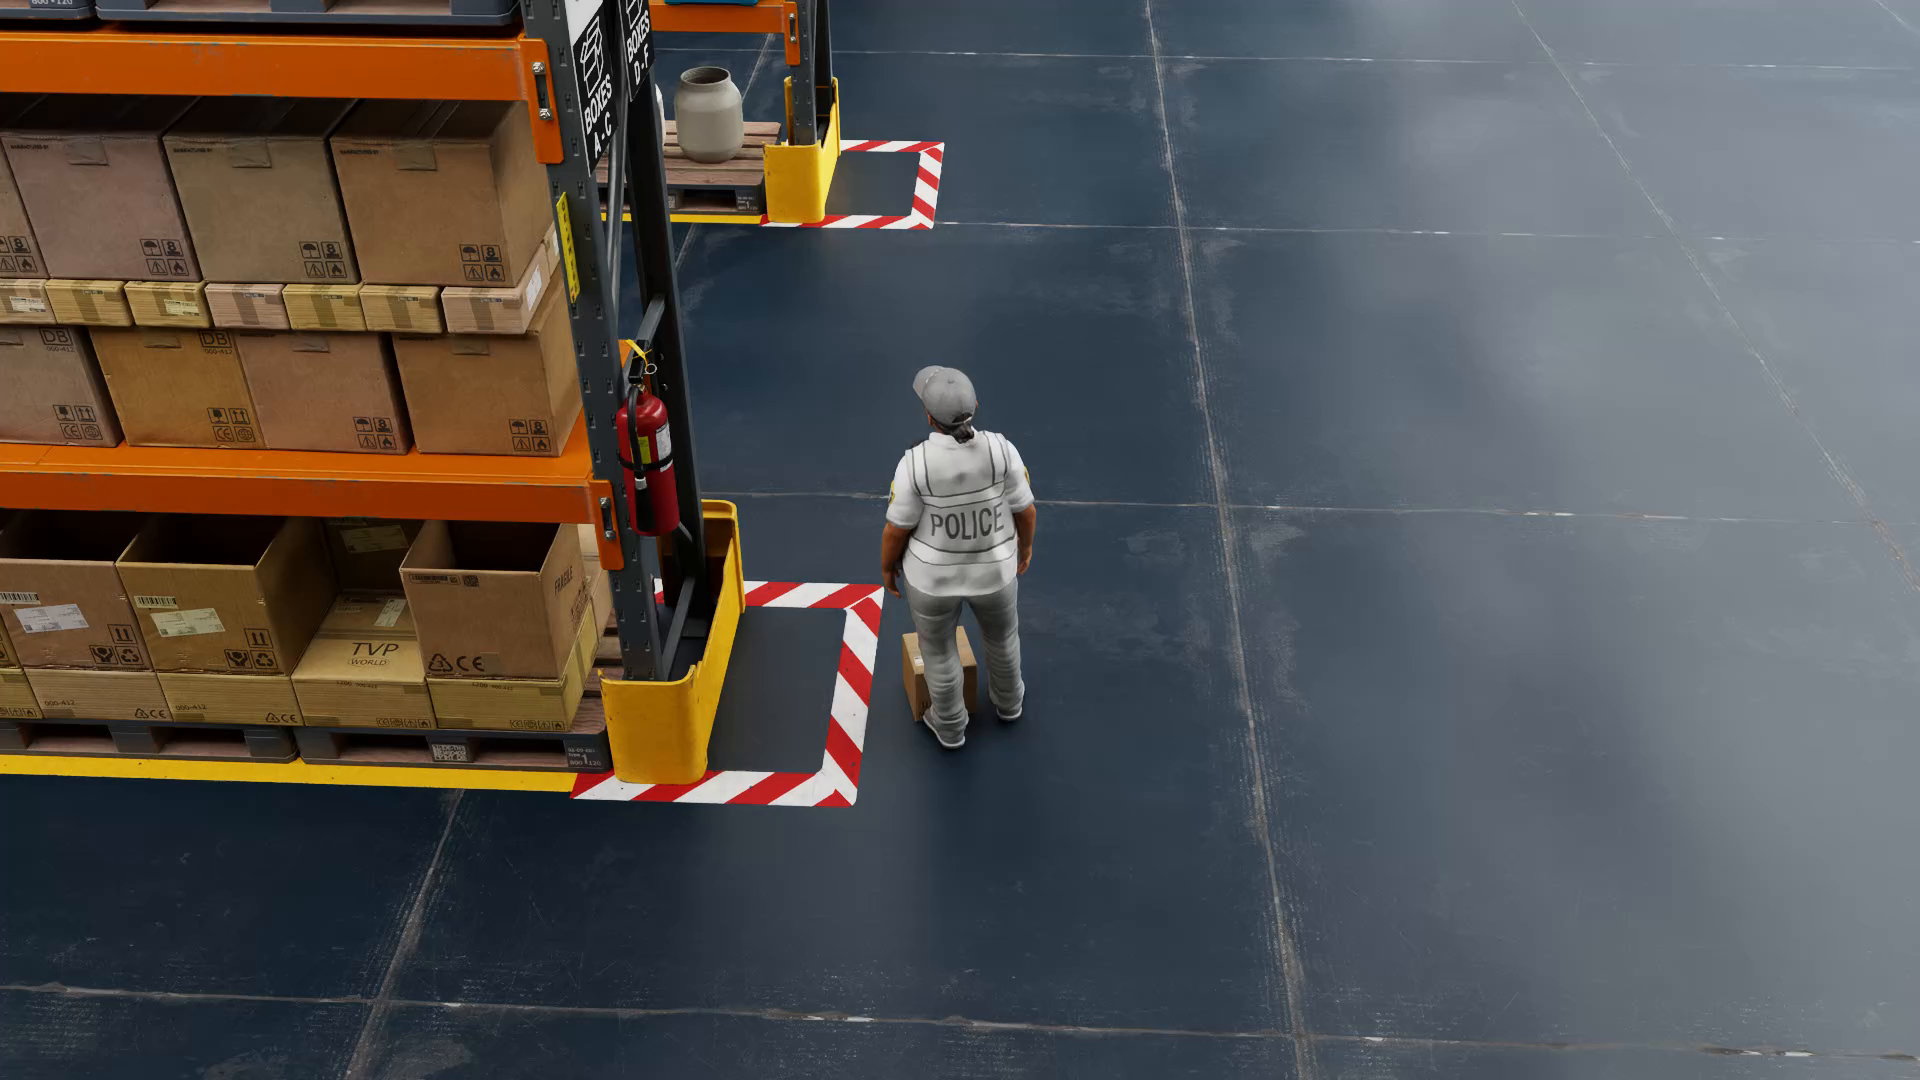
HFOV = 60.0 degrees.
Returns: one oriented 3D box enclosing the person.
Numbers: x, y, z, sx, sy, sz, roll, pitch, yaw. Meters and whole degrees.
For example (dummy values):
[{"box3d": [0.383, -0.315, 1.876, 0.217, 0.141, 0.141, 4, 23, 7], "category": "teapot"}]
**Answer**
[{"box3d": [-0.001, 0.053, 6.052, 0.598, 1.669, 0.529, -7, 36, -9], "category": "person"}]
